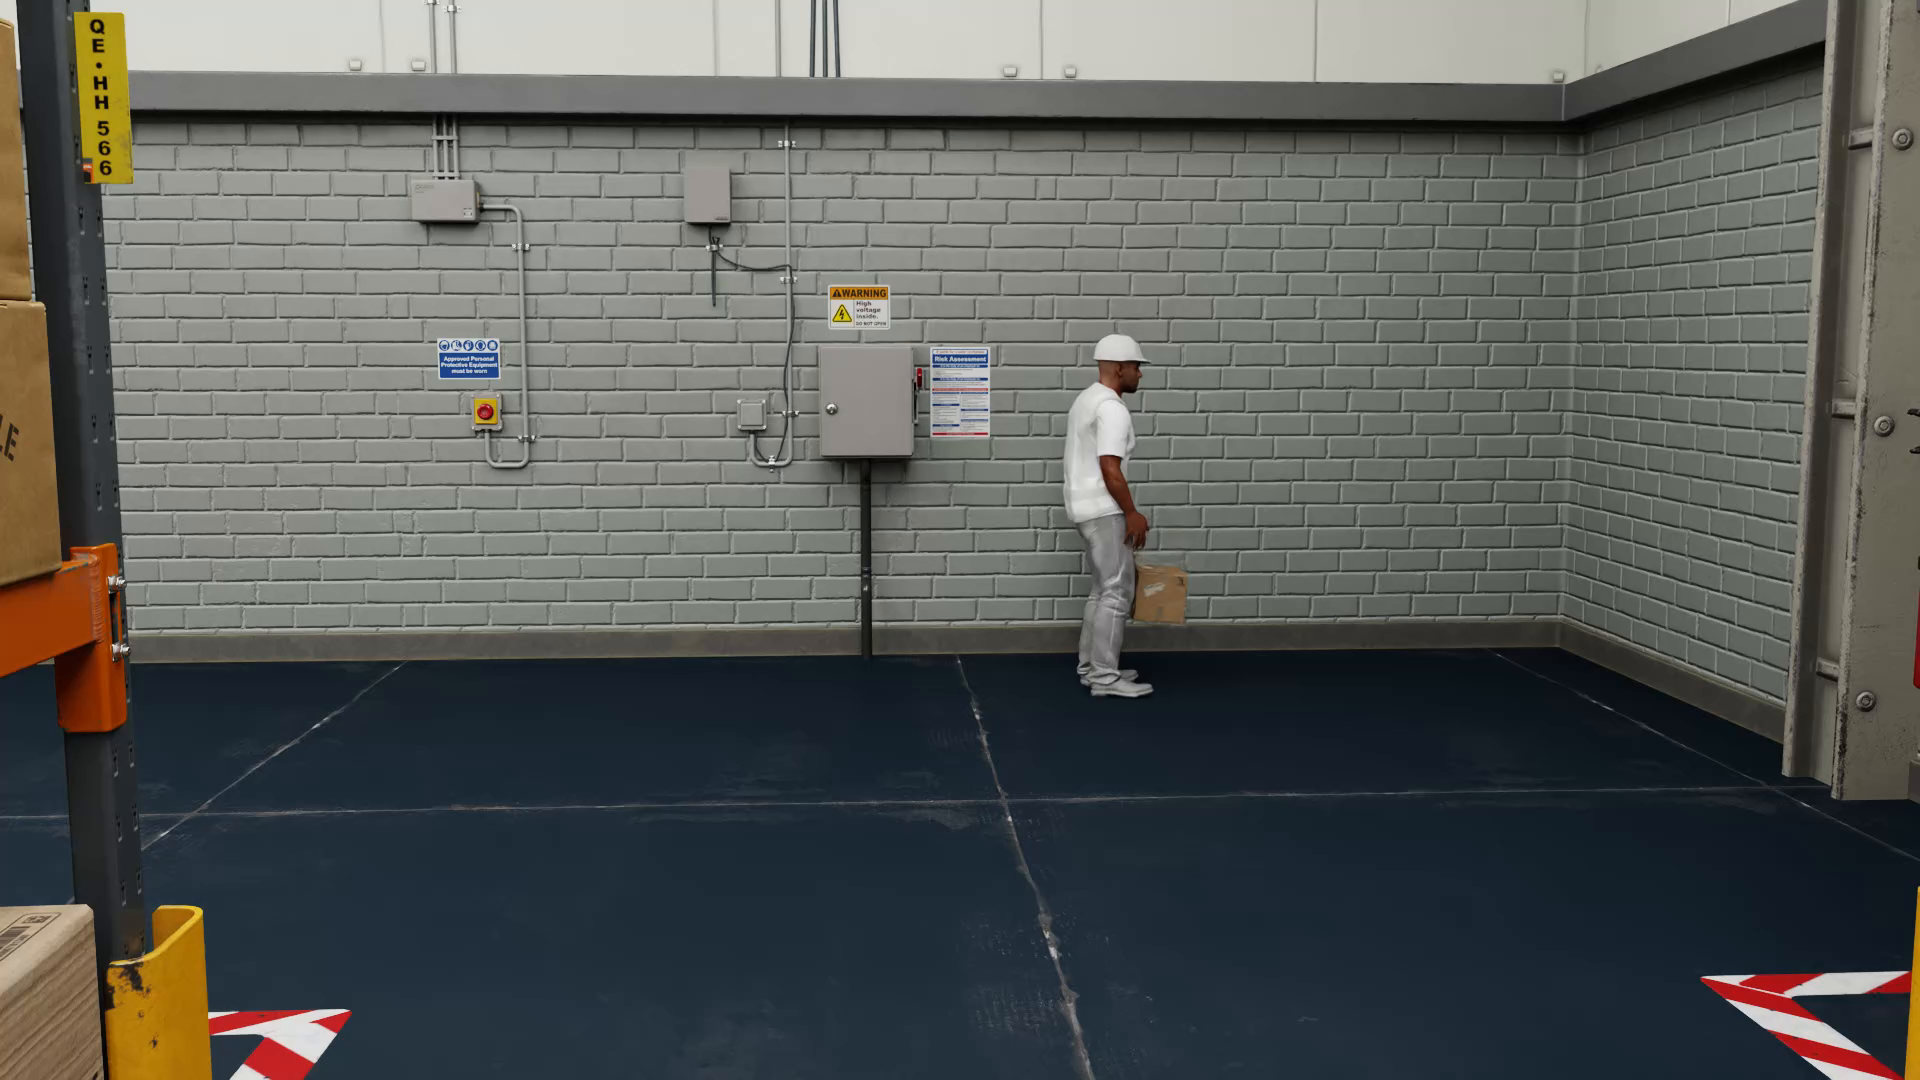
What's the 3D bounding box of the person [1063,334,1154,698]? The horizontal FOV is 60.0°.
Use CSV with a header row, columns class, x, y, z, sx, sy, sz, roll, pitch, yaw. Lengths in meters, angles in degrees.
class,x,y,z,sx,sy,sz,roll,pitch,yaw
person,0.730,-0.130,8.237,0.430,1.764,0.592,-1,7,-5
